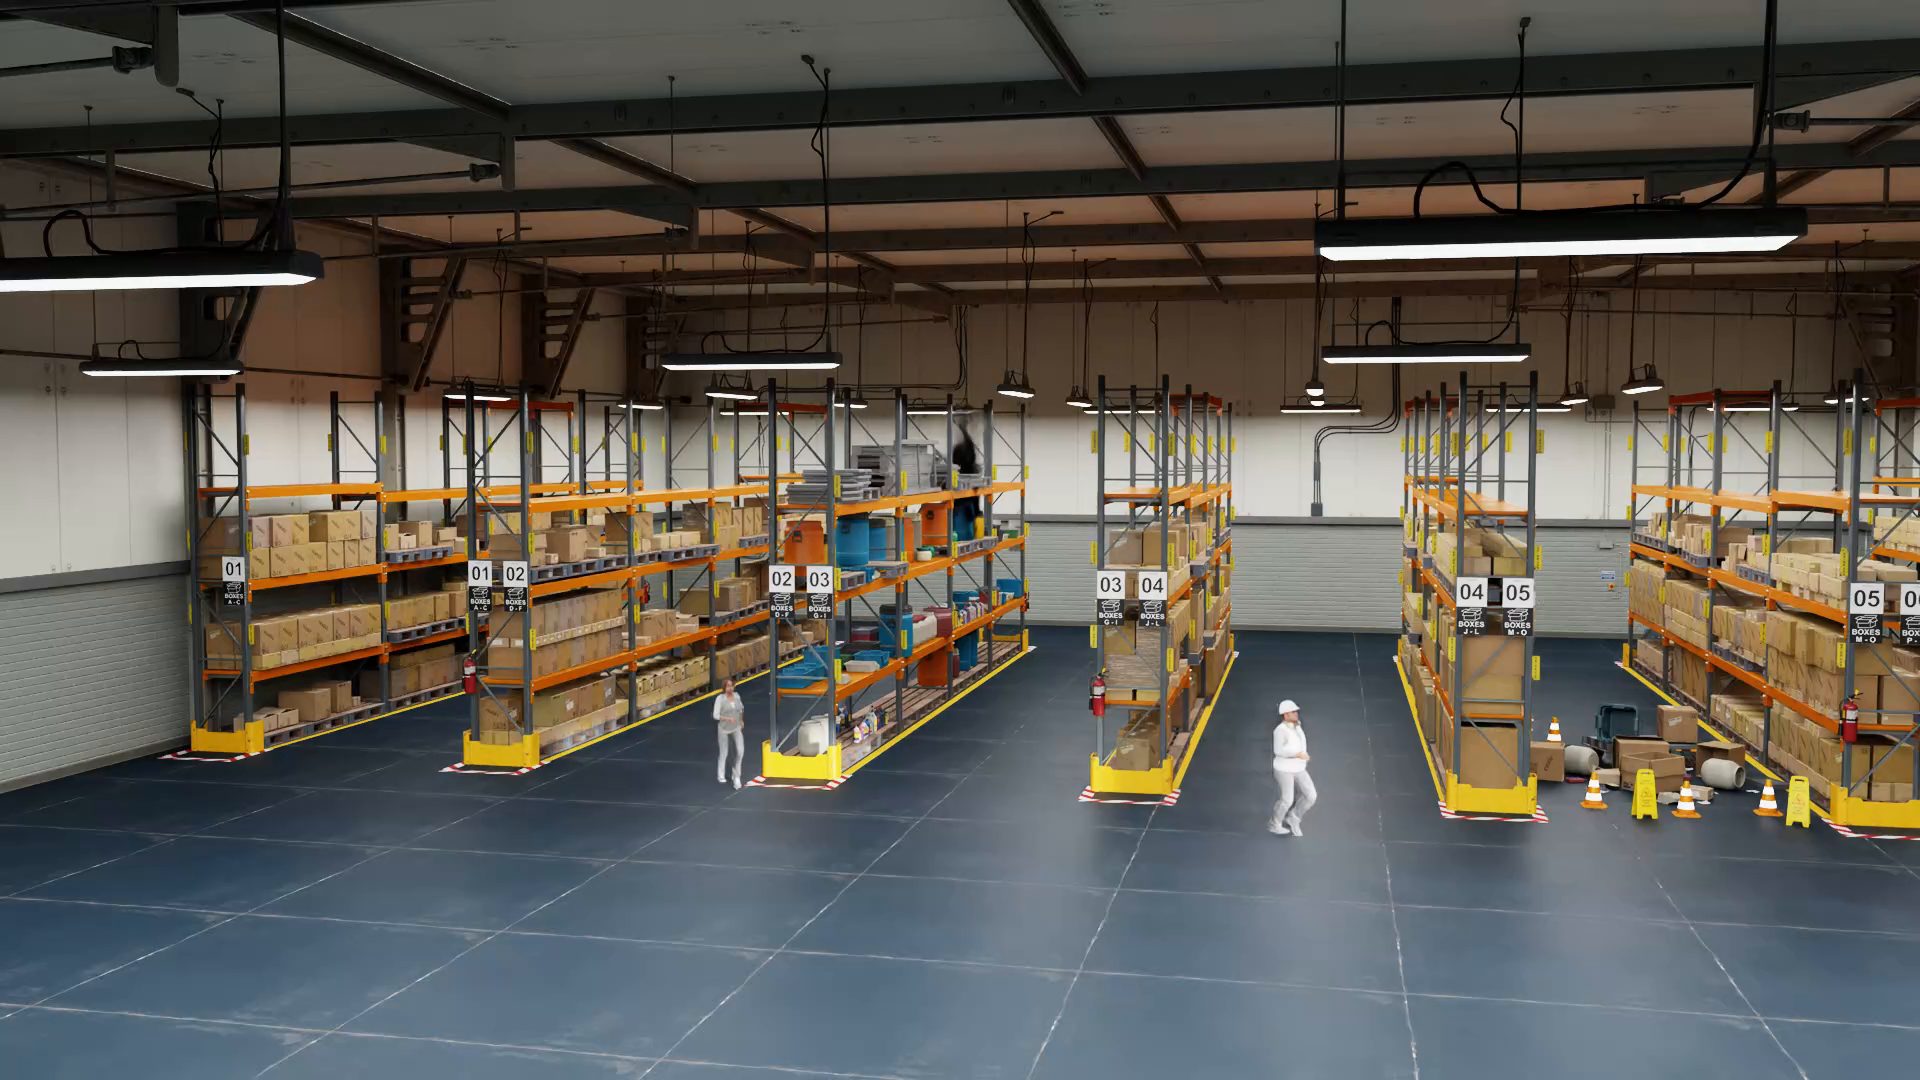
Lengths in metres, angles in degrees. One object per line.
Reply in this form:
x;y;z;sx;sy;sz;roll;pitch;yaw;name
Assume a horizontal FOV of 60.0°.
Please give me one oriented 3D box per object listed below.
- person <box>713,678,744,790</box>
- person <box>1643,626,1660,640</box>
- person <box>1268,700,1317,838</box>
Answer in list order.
-3.349;2.815;24.217;0.530;1.625;0.707;-2;4;-26;person
16.190;1.924;38.721;0.698;1.729;0.701;1;3;13;person
4.224;2.919;21.114;0.633;1.773;0.699;-3;4;-42;person
